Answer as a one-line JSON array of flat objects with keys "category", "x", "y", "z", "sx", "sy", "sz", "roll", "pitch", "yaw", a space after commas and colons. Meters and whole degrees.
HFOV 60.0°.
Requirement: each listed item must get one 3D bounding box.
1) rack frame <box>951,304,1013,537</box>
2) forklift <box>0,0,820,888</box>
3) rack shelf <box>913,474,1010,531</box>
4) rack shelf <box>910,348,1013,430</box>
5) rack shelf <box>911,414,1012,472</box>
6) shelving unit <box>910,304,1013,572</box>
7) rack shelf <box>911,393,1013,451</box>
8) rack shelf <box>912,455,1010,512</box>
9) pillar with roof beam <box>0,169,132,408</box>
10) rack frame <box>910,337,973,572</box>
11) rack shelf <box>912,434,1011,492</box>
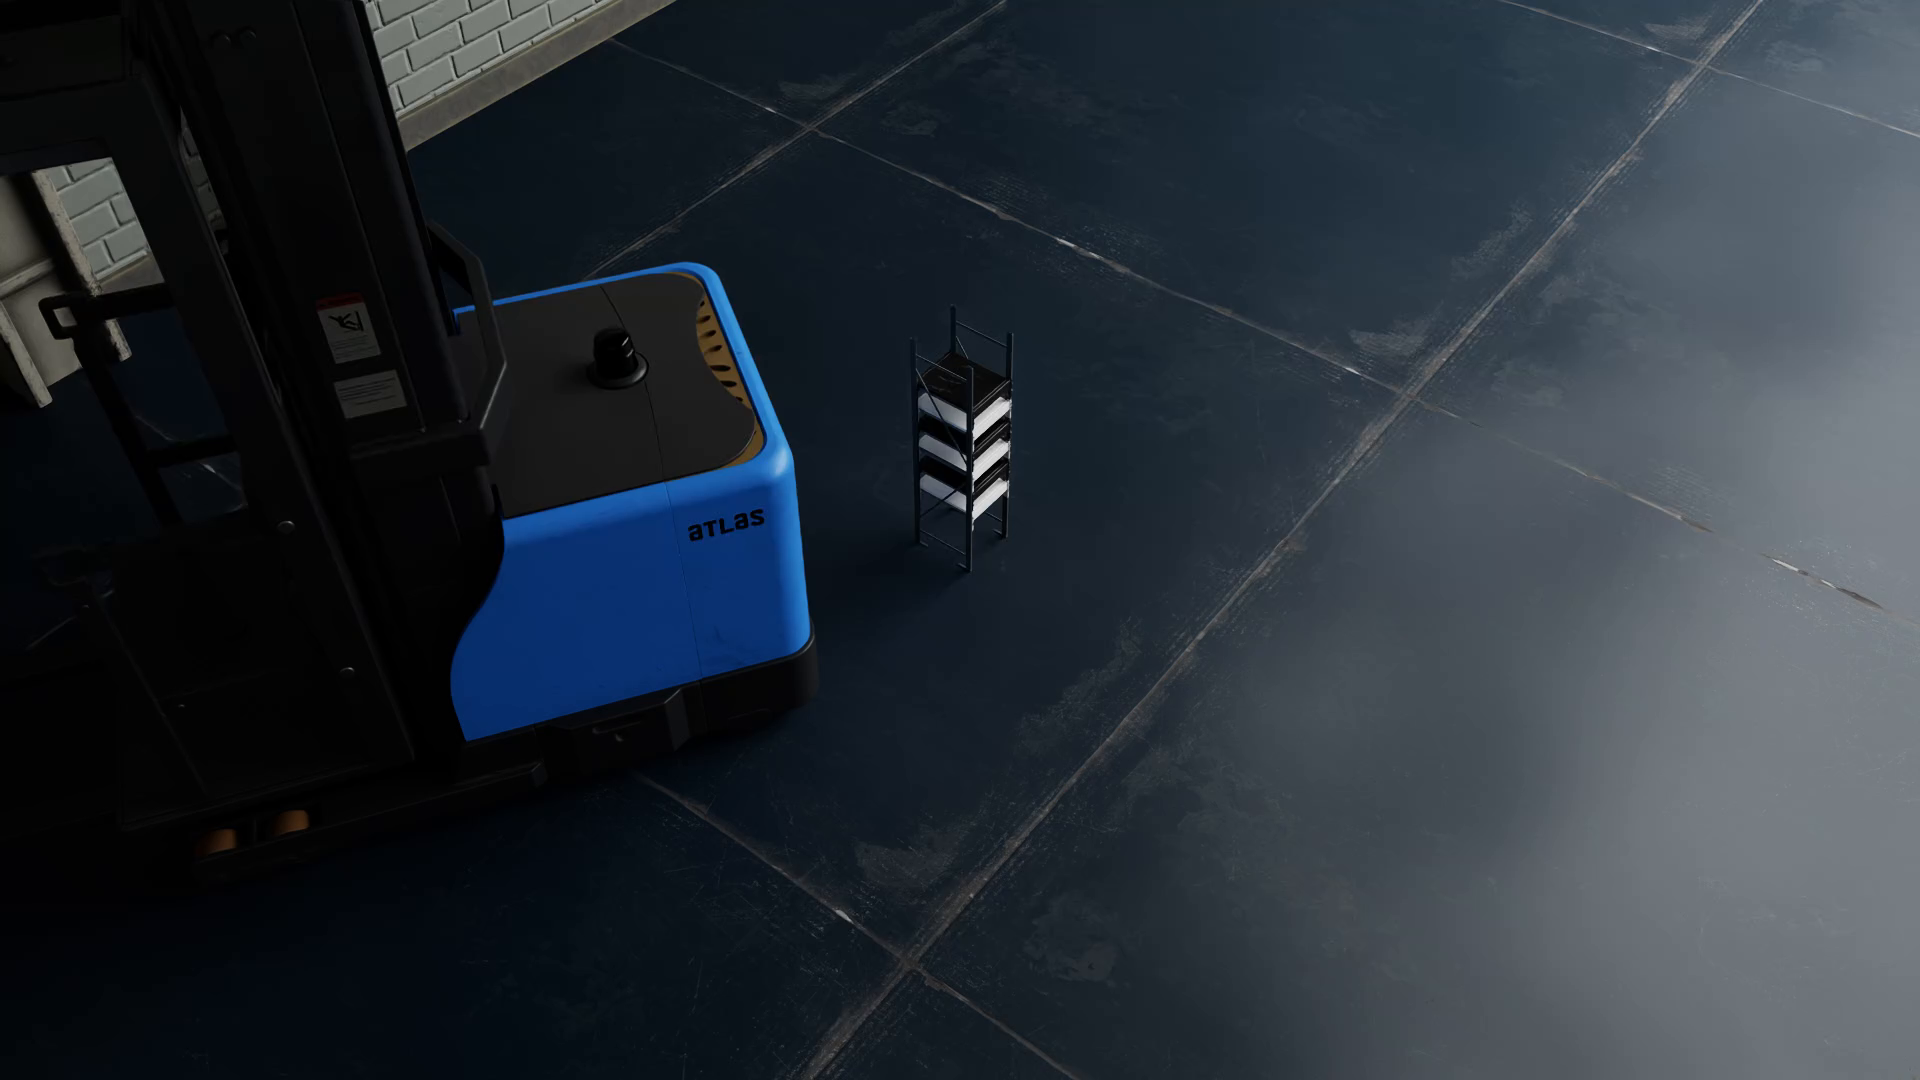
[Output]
[{"category": "rack frame", "x": 0.067, "y": -0.374, "z": 5.485, "sx": 0.240, "sy": 0.900, "sz": 0.006, "roll": 29, "pitch": 53, "yaw": 25}, {"category": "forklift", "x": -2.014, "y": -0.457, "z": 4.160, "sx": 3.031, "sy": 2.935, "sz": 1.130, "roll": -14, "pitch": 48, "yaw": -13}, {"category": "rack shelf", "x": 0.005, "y": -0.168, "z": 5.583, "sx": 0.258, "sy": 0.077, "sz": 0.200, "roll": 29, "pitch": 53, "yaw": 25}, {"category": "rack shelf", "x": 0.005, "y": -0.479, "z": 5.258, "sx": 0.258, "sy": 0.077, "sz": 0.200, "roll": 29, "pitch": 53, "yaw": 25}, {"category": "rack shelf", "x": 0.005, "y": -0.355, "z": 5.388, "sx": 0.258, "sy": 0.077, "sz": 0.200, "roll": 29, "pitch": 53, "yaw": 25}, {"category": "shelving unit", "x": 0.005, "y": -0.315, "z": 5.429, "sx": 0.258, "sy": 0.900, "sz": 0.210, "roll": 29, "pitch": 53, "yaw": 25}, {"category": "rack shelf", "x": 0.005, "y": -0.417, "z": 5.323, "sx": 0.258, "sy": 0.077, "sz": 0.200, "roll": 29, "pitch": 53, "yaw": 25}, {"category": "rack shelf", "x": 0.005, "y": -0.230, "z": 5.518, "sx": 0.258, "sy": 0.077, "sz": 0.200, "roll": 29, "pitch": 53, "yaw": 25}, {"category": "pillar with roof beam", "x": -0.037, "y": -1.877, "z": 1.320, "sx": 9.100, "sy": 9.000, "sz": 0.400, "roll": 29, "pitch": 53, "yaw": 25}, {"category": "rack frame", "x": -0.057, "y": -0.257, "z": 5.373, "sx": 0.240, "sy": 0.900, "sz": 0.006, "roll": 29, "pitch": 53, "yaw": 25}, {"category": "rack shelf", "x": 0.005, "y": -0.292, "z": 5.453, "sx": 0.258, "sy": 0.077, "sz": 0.200, "roll": 29, "pitch": 53, "yaw": 25}]
